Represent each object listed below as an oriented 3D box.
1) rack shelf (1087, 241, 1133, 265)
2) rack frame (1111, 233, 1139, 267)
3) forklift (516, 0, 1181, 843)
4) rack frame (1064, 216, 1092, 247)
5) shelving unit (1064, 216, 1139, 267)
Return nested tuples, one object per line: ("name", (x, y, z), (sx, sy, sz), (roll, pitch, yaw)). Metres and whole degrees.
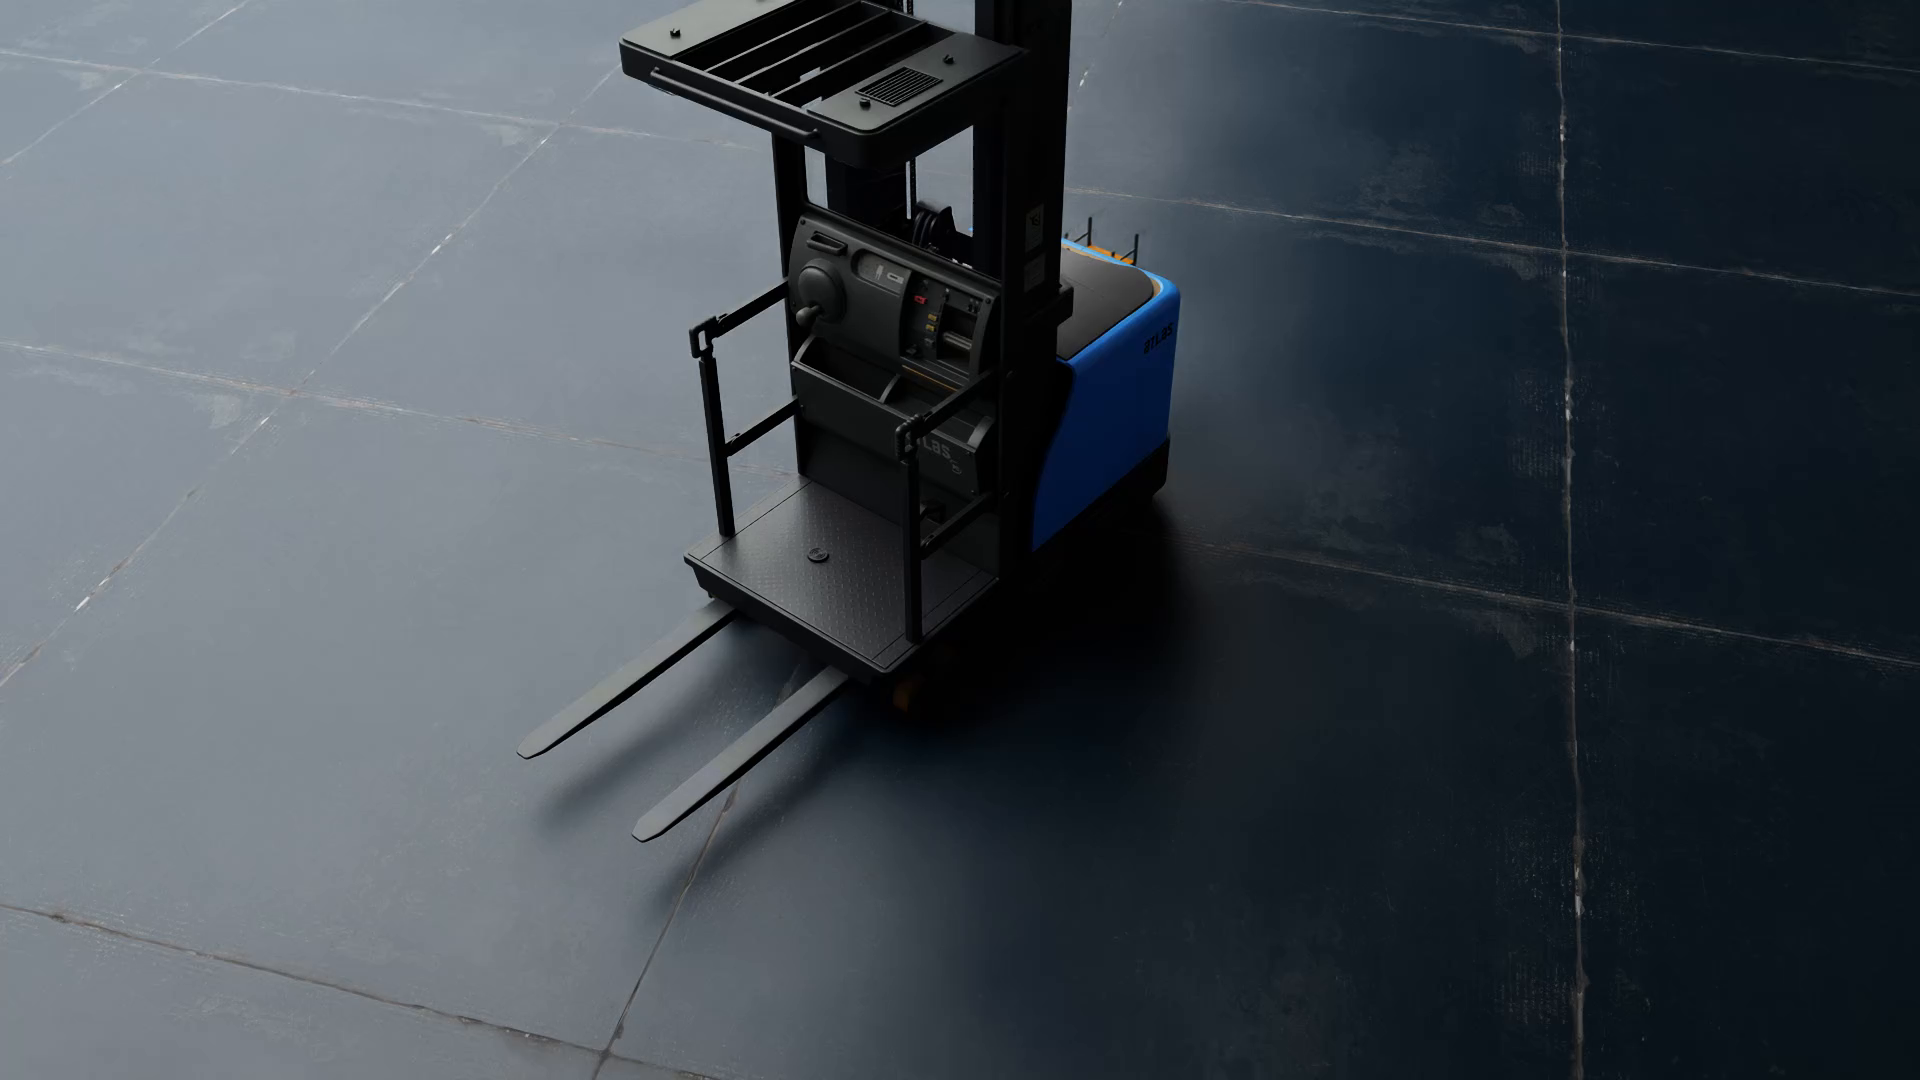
("rack shelf", (0.613, -1.132, 7.357), (0.240, 0.259, 0.215), (27, 47, 28))
("rack frame", (0.709, -0.875, 7.475), (0.008, 1.050, 0.200), (27, 47, 28))
("forklift", (-0.391, -0.811, 5.937), (1.130, 2.935, 3.031), (27, 47, 29))
("rack frame", (0.517, -0.972, 7.591), (0.008, 1.050, 0.200), (27, 47, 28))
("shelving unit", (0.613, -0.923, 7.533), (0.252, 1.050, 0.215), (27, 47, 28))
